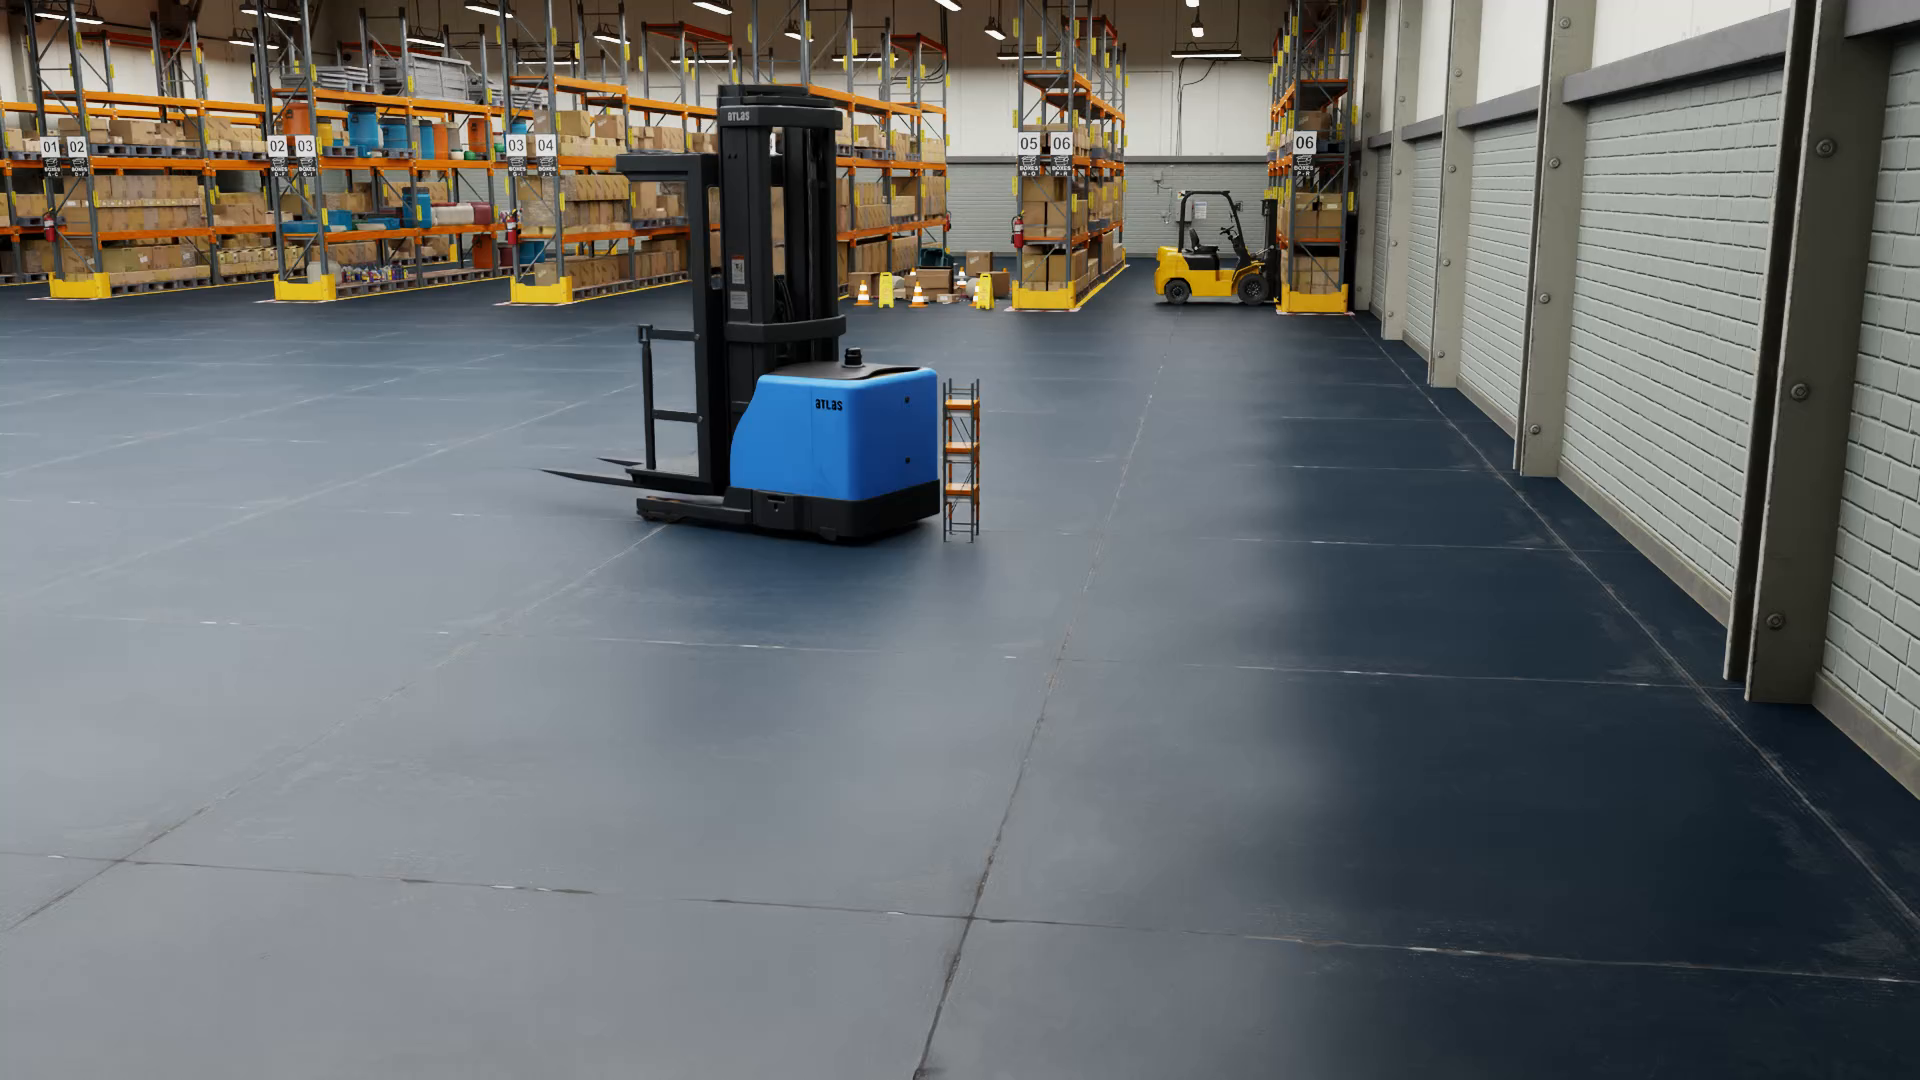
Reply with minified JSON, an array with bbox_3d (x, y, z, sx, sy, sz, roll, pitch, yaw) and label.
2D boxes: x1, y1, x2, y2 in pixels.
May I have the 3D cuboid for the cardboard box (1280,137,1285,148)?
[{"bbox_3d":[7.346,-8.939,36.760,0.500,0.500,0.500,2,12,9],"label":"cardboard box"}]

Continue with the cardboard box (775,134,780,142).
[{"bbox_3d":[-3.628,-7.625,31.494,0.380,0.149,0.250,2,12,9],"label":"cardboard box"}]

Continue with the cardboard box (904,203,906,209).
[{"bbox_3d":[-1.564,-8.309,41.321,0.380,0.149,0.250,2,12,9],"label":"cardboard box"}]

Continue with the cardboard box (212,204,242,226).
[{"bbox_3d":[-17.187,-7.601,38.904,0.500,0.500,0.500,3,12,13],"label":"cardboard box"}]

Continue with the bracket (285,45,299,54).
[{"bbox_3d":[-20.604,-15.125,51.272,0.235,0.232,0.430,2,12,9],"label":"bracket"}]

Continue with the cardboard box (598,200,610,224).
[{"bbox_3d":[-7.834,-6.853,34.731,0.875,0.500,0.500,2,12,9],"label":"cardboard box"}]

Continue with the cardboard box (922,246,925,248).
[{"bbox_3d":[-1.140,-7.668,43.810,0.380,0.149,0.250,3,12,11],"label":"cardboard box"}]

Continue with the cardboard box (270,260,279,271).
[{"bbox_3d":[-16.783,-6.647,40.247,0.500,0.250,0.500,2,12,10],"label":"cardboard box"}]

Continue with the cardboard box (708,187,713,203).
[{"bbox_3d":[-6.671,-8.760,41.903,0.797,0.503,0.637,2,12,10],"label":"cardboard box"}]

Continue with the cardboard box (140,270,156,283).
[{"bbox_3d":[-17.564,-5.624,35.499,0.500,0.250,0.500,2,12,9],"label":"cardboard box"}]

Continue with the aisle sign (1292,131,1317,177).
[{"bbox_3d":[6.168,-6.914,29.784,0.394,0.787,0.004,2,12,9],"label":"aisle sign"}]

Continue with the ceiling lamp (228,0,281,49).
[{"bbox_3d":[-18.423,-14.629,43.660,0.800,3.185,2.000,2,12,9],"label":"ceiling lamp"}]

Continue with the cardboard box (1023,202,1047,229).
[{"bbox_3d":[1.374,-6.123,31.344,0.500,0.500,0.500,2,12,8],"label":"cardboard box"}]

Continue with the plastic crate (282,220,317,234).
[{"bbox_3d":[-13.342,-6.330,33.599,0.499,0.251,0.616,2,12,9],"label":"plastic crate"}]

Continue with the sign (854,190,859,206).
[{"bbox_3d":[-2.180,-7.224,35.149,0.100,0.325,0.005,2,12,9],"label":"sign"}]

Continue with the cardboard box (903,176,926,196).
[{"bbox_3d":[-1.188,-9.214,43.310,0.500,0.500,0.500,2,12,10],"label":"cardboard box"}]

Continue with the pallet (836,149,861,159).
[{"bbox_3d":[-2.636,-8.345,35.928,0.805,0.209,1.217,1,12,6],"label":"pallet"}]

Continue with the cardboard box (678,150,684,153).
[{"bbox_3d":[-6.830,-9.080,39.241,0.500,0.250,0.500,2,12,9],"label":"cardboard box"}]

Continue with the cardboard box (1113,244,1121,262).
[{"bbox_3d":[3.888,-7.759,44.963,0.875,0.438,0.875,2,12,10],"label":"cardboard box"}]

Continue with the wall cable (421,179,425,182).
[{"bbox_3d":[-19.229,-12.521,55.104,3.097,2.526,0.112,2,12,9],"label":"wall cable"}]

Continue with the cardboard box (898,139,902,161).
[{"bbox_3d":[-1.693,-9.342,39.863,0.500,0.500,0.500,2,12,9],"label":"cardboard box"}]

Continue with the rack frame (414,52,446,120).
[{"bbox_3d":[-15.557,-12.713,48.626,1.000,3.000,0.127,2,12,9],"label":"rack frame"}]

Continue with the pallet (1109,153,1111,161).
[{"bbox_3d":[3.316,-9.486,41.222,0.805,0.209,1.217,1,12,6],"label":"pallet"}]

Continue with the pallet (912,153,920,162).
[{"bbox_3d":[-1.699,-9.694,42.181,1.213,0.211,1.003,2,12,9],"label":"pallet"}]

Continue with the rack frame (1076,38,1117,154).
[{"bbox_3d":[3.408,-11.238,41.779,1.000,3.000,0.127,2,12,9],"label":"rack frame"}]

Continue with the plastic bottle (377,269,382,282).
[{"bbox_3d":[-12.437,-5.672,35.624,0.097,0.271,0.097,0,12,0],"label":"plastic bottle"}]

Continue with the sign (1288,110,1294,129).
[{"bbox_3d":[5.934,-7.528,29.771,0.100,0.325,0.005,2,12,9],"label":"sign"}]

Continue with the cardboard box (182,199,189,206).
[{"bbox_3d":[-17.310,-7.479,36.801,0.380,0.149,0.250,2,12,7],"label":"cardboard box"}]

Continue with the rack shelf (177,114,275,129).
[{"bbox_3d":[-20.759,-11.910,47.553,1.077,0.370,4.000,2,12,9],"label":"rack shelf"}]

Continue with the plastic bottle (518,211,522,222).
[{"bbox_3d":[-11.294,-8.262,42.504,0.152,0.276,0.135,2,12,9],"label":"plastic bottle"}]

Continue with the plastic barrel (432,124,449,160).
[{"bbox_3d":[-12.334,-9.330,39.028,0.600,0.830,0.708,2,12,9],"label":"plastic barrel"}]

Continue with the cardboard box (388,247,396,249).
[{"bbox_3d":[-16.249,-8.133,46.948,0.500,0.311,0.500,2,12,9],"label":"cardboard box"}]

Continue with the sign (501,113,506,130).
[{"bbox_3d":[-8.775,-8.050,32.004,0.100,0.325,0.005,2,12,9],"label":"sign"}]

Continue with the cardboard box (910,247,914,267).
[{"bbox_3d":[-1.443,-7.159,42.029,0.500,0.500,0.500,2,12,7],"label":"cardboard box"}]

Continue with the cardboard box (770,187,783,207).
[{"bbox_3d":[-3.249,-6.624,31.690,0.875,0.550,0.550,2,12,9],"label":"cardboard box"}]

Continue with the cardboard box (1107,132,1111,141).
[{"bbox_3d":[3.706,-10.190,42.566,0.500,0.500,0.500,2,12,10],"label":"cardboard box"}]

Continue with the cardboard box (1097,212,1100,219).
[{"bbox_3d":[2.936,-7.257,37.148,0.380,0.149,0.250,2,12,10],"label":"cardboard box"}]

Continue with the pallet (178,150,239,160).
[{"bbox_3d":[-17.279,-8.840,38.225,0.805,0.209,1.217,1,12,6],"label":"pallet"}]

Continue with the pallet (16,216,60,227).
[{"bbox_3d":[-22.036,-7.503,39.144,1.003,0.211,1.213,2,12,9],"label":"pallet"}]

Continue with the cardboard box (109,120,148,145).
[{"bbox_3d":[-17.492,-8.576,34.980,0.500,0.500,0.500,2,12,9],"label":"cardboard box"}]

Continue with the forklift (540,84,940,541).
[{"bbox_3d":[-1.663,-1.632,11.611,3.031,2.935,1.130,7,14,31],"label":"forklift"}]

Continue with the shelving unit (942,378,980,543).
[{"bbox_3d":[0.008,-0.524,10.934,0.215,1.050,0.252,2,12,9],"label":"shelving unit"}]

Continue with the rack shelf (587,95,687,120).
[{"bbox_3d":[-7.307,-9.763,37.591,1.077,0.370,4.000,2,12,9],"label":"rack shelf"}]

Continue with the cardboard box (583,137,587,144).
[{"bbox_3d":[-7.725,-8.036,33.450,0.380,0.149,0.250,1,12,6],"label":"cardboard box"}]

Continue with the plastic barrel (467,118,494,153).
[{"bbox_3d":[-11.803,-9.954,40.924,0.600,0.830,0.708,2,12,9],"label":"plastic barrel"}]

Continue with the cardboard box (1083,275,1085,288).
[{"bbox_3d":[2.281,-5.258,33.802,0.500,0.250,0.500,2,12,7],"label":"cardboard box"}]

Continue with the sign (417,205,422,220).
[{"bbox_3d":[-11.966,-7.237,36.796,0.100,0.325,0.005,2,12,9],"label":"sign"}]

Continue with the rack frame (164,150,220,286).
[{"bbox_3d":[-17.402,-7.283,37.667,1.000,3.000,0.127,2,12,9],"label":"rack frame"}]

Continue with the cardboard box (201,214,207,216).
[{"bbox_3d":[-20.855,-8.862,45.543,0.380,0.149,0.250,2,12,10],"label":"cardboard box"}]

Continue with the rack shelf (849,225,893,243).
[{"bbox_3d":[-2.421,-6.844,37.338,1.077,0.370,4.000,2,12,9],"label":"rack shelf"}]
